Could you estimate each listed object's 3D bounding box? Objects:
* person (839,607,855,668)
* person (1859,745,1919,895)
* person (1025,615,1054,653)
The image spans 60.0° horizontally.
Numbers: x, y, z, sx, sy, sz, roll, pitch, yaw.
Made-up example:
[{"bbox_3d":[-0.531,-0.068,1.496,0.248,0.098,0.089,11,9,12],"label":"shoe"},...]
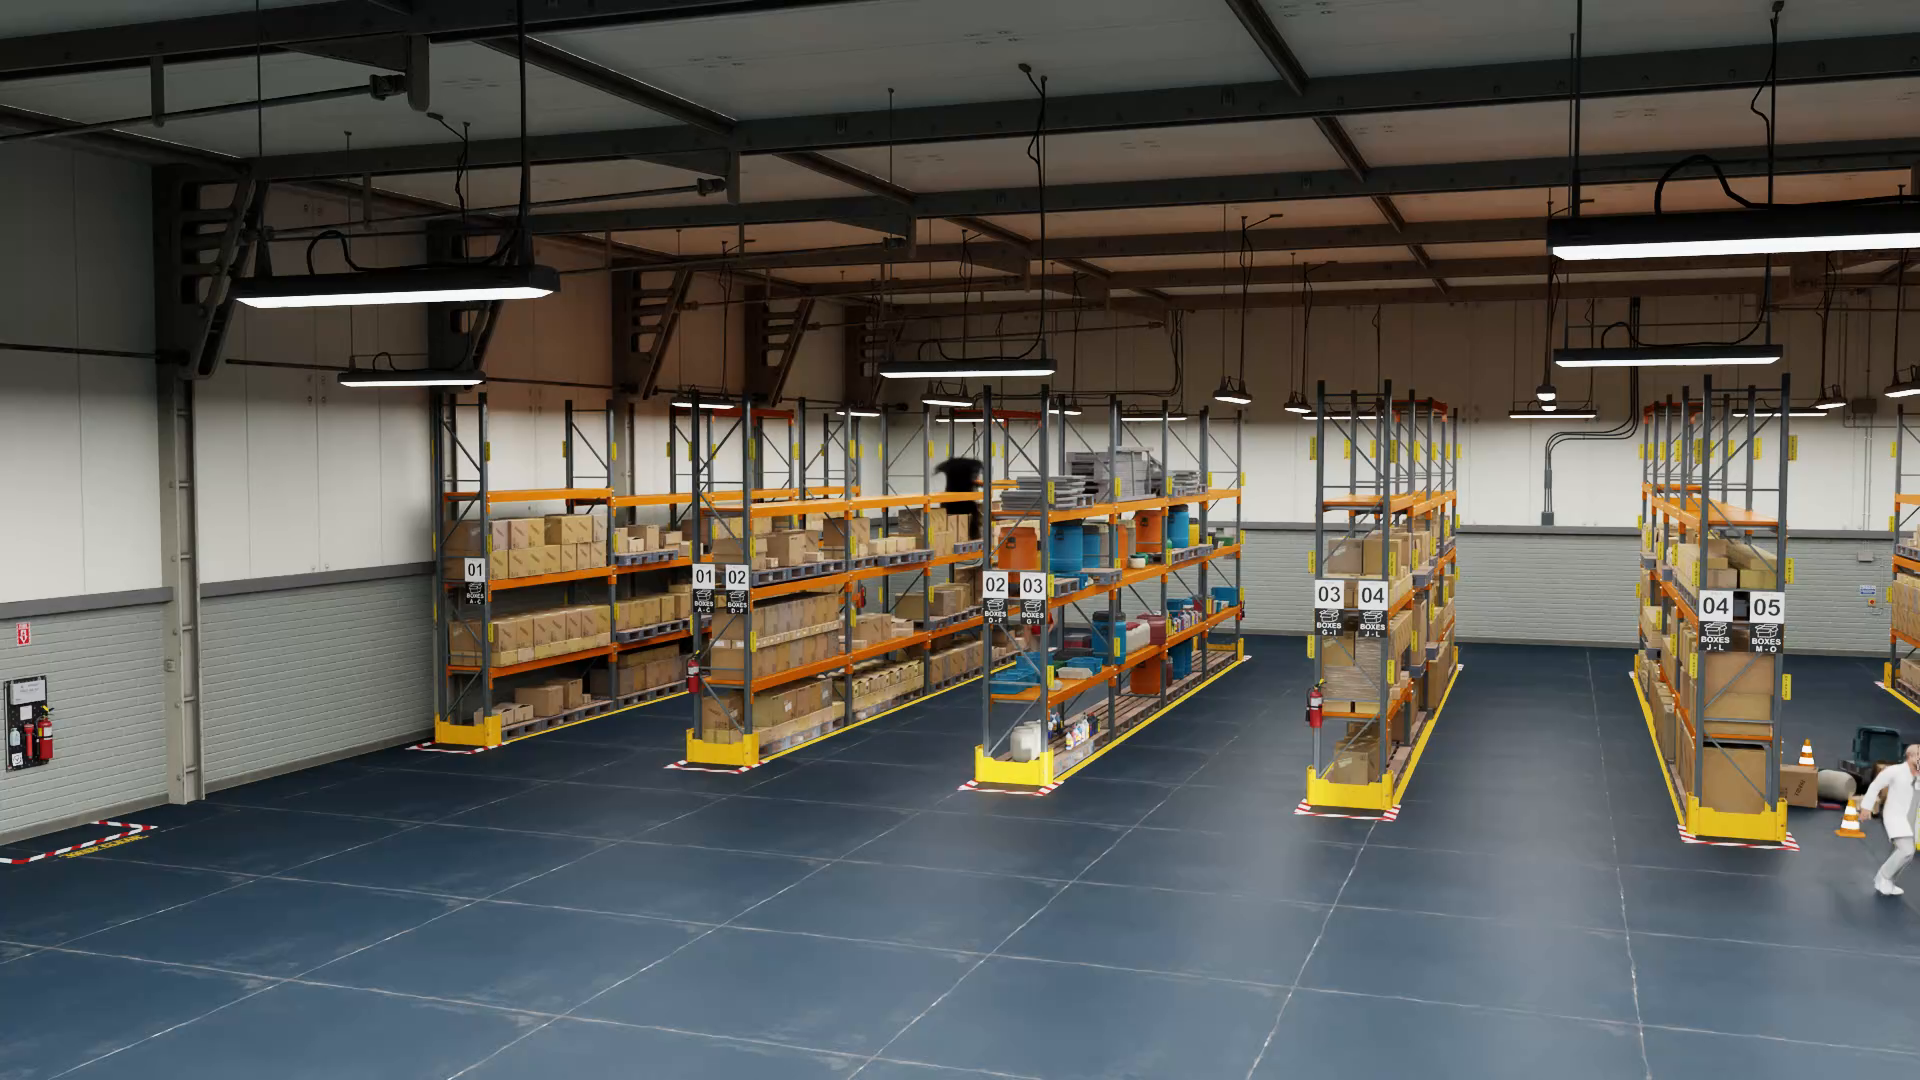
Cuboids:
[{"bbox_3d":[-2.369,2.247,35.704,0.680,1.722,0.582,0,3,7],"label":"person"},{"bbox_3d":[10.579,3.132,18.539,0.698,1.725,0.817,-1,3,-14],"label":"person"},{"bbox_3d":[1.773,2.202,37.154,0.652,1.667,0.681,0,3,4],"label":"person"}]
